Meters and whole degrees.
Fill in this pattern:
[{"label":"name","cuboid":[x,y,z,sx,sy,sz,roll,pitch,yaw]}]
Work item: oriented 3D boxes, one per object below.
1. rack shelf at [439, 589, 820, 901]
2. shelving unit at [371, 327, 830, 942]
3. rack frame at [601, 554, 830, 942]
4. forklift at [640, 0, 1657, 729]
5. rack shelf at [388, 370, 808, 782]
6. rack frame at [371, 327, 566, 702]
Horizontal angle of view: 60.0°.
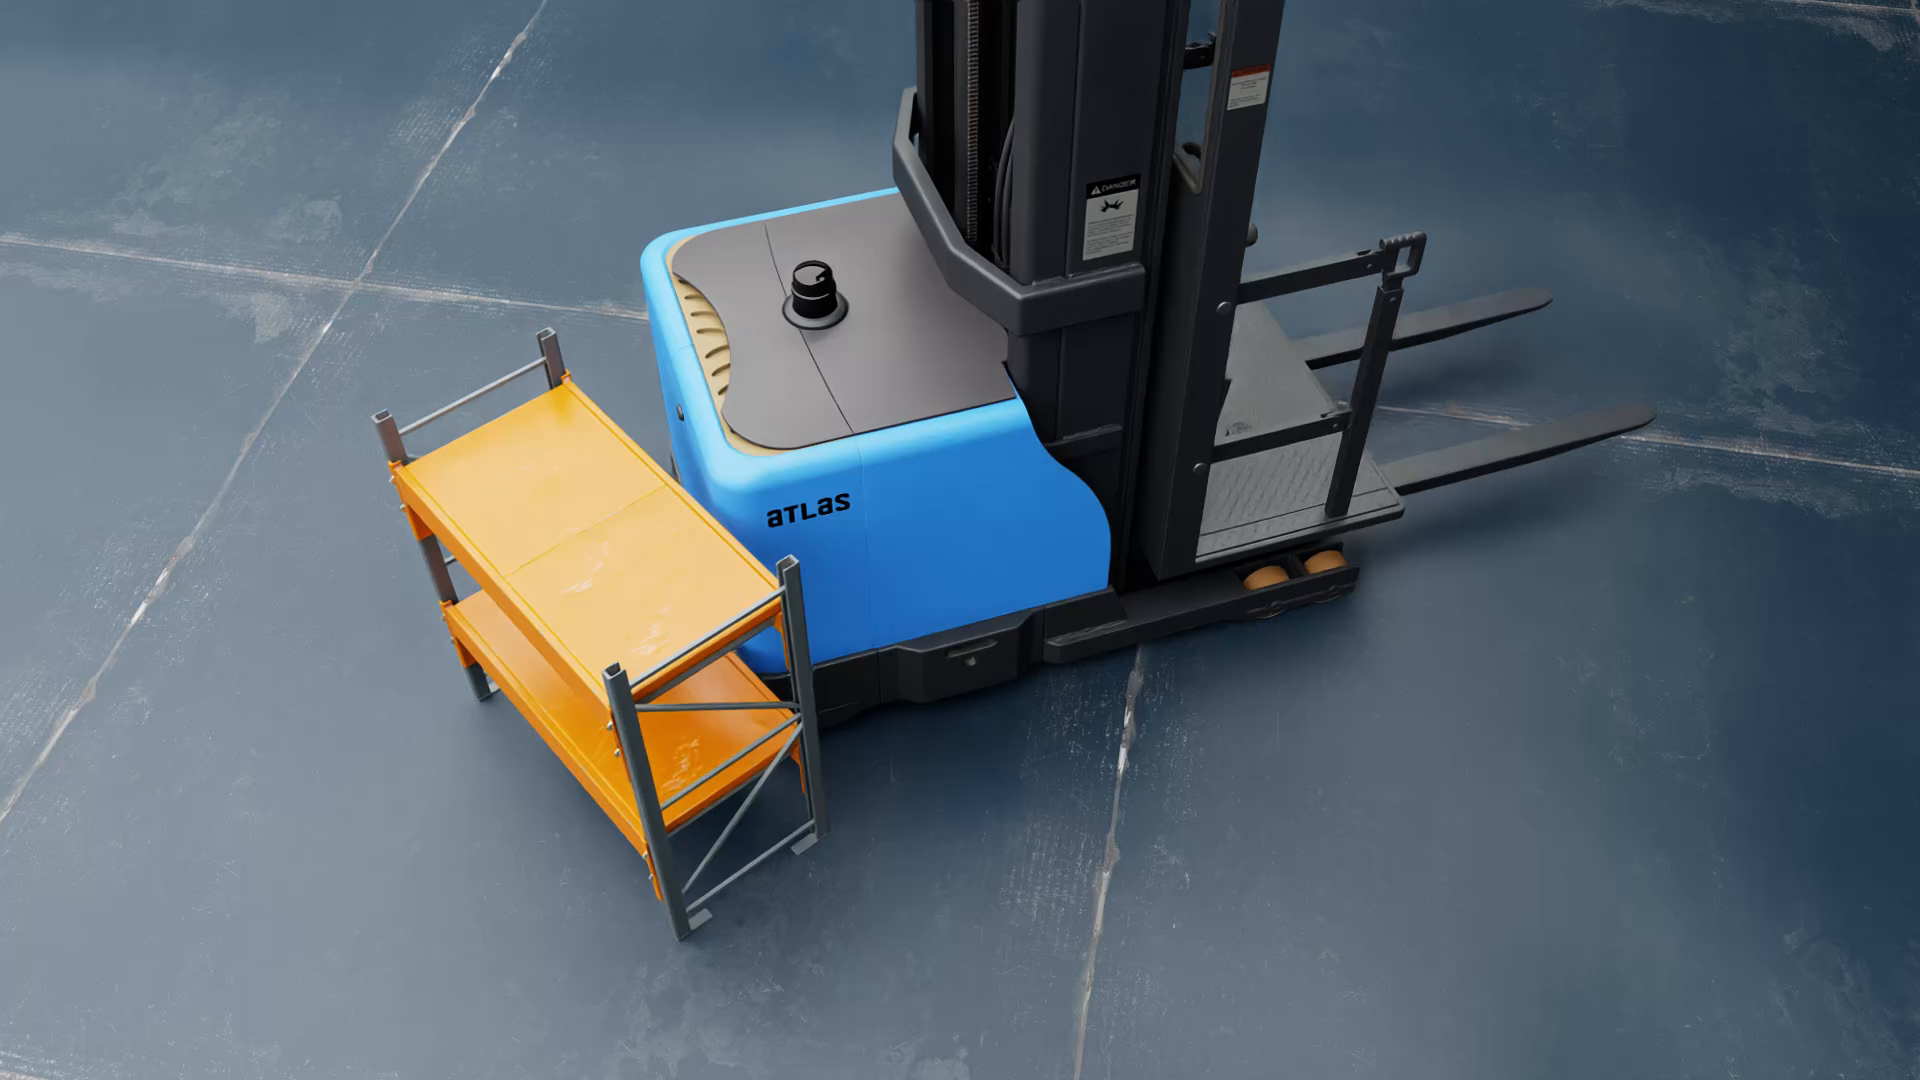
[{"label":"rack shelf","cuboid":[-0.886,0.414,4.450,0.538,0.278,1.000,-33,56,-26]},{"label":"shelving unit","cuboid":[-0.887,0.251,4.268,0.538,1.125,1.048,-33,56,-26]},{"label":"rack frame","cuboid":[-0.554,0.537,4.010,0.500,1.125,0.032,-33,56,-26]},{"label":"forklift","cuboid":[0.685,-1.103,4.271,3.031,2.935,1.130,-14,50,-12]},{"label":"rack shelf","cuboid":[-0.887,0.055,4.049,0.538,0.278,1.000,-33,56,-26]},{"label":"rack frame","cuboid":[-1.219,-0.035,4.525,0.500,1.125,0.032,-33,56,-26]}]
